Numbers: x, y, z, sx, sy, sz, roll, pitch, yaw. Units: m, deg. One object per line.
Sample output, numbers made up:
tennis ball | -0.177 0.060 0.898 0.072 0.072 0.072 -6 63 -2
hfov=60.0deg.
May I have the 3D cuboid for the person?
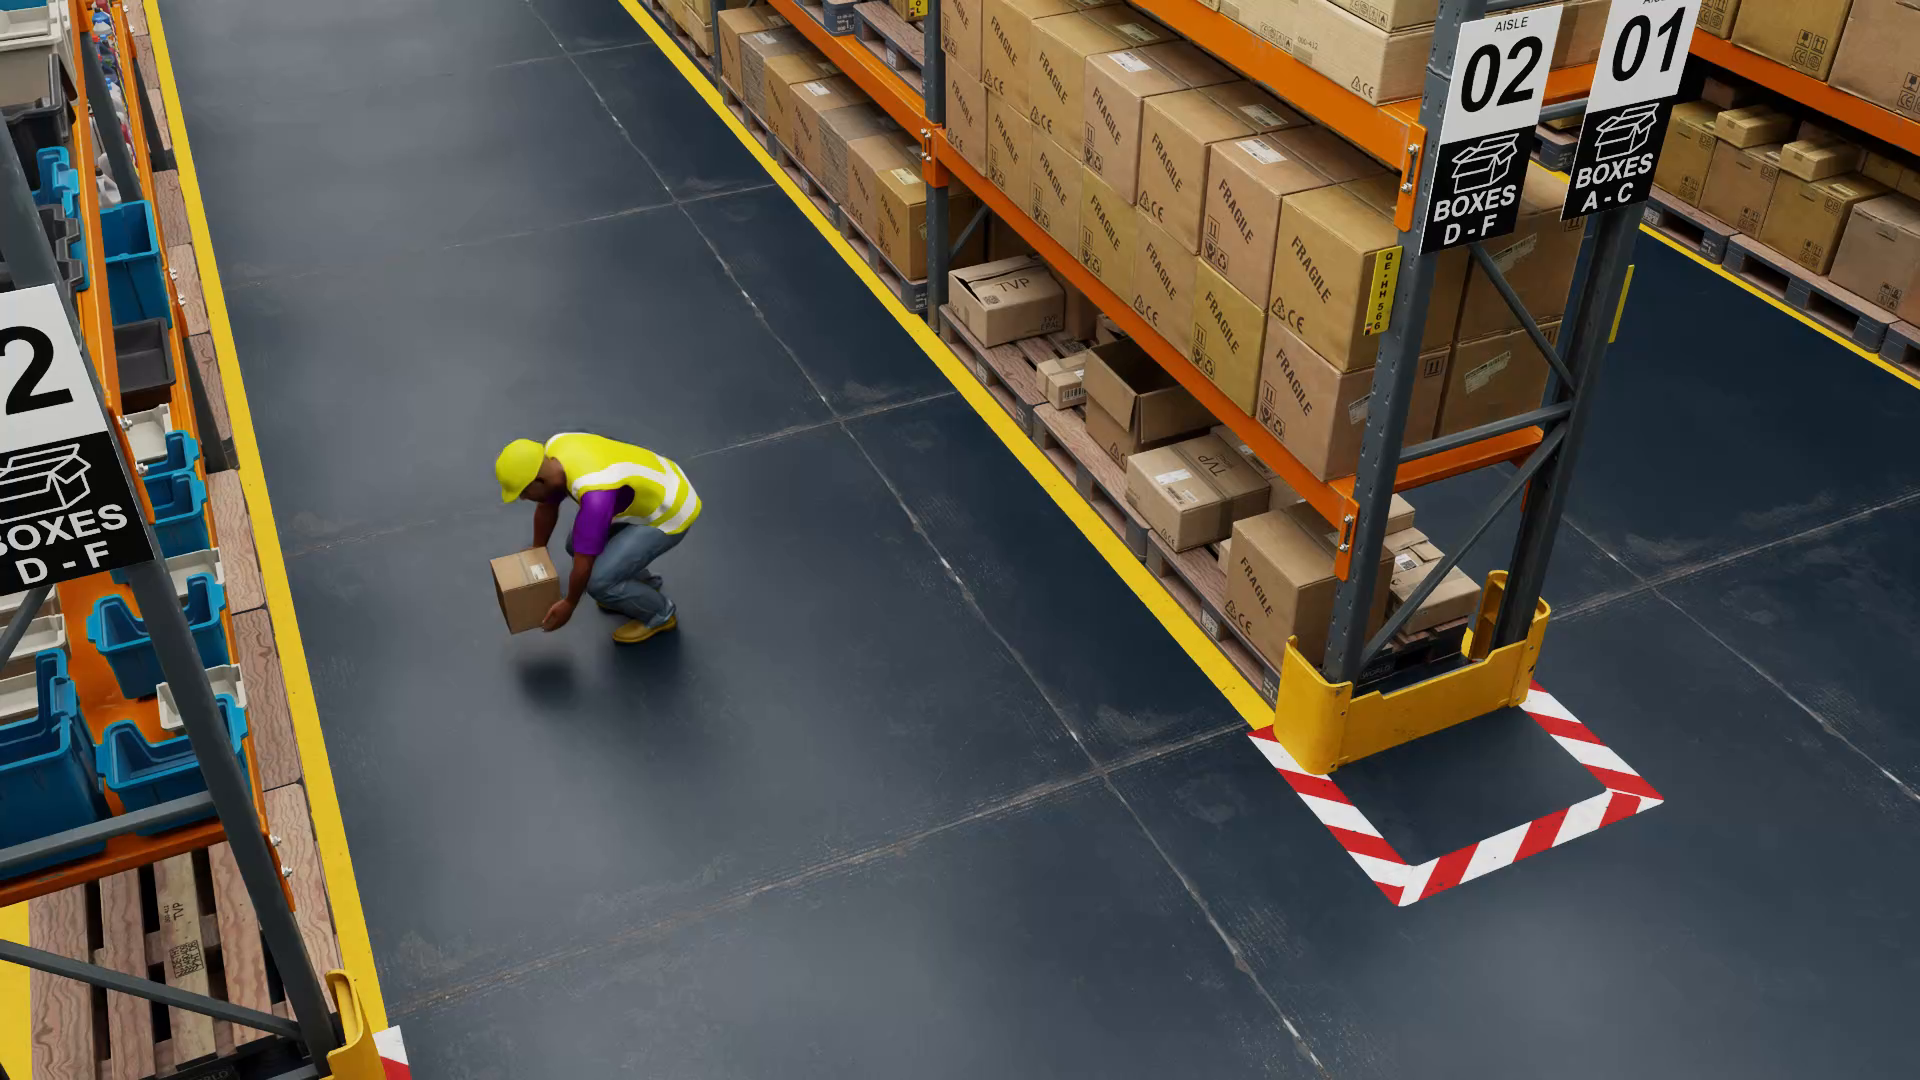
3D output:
person | -1.602 0.005 7.448 0.893 1.027 0.583 -16 40 -20
